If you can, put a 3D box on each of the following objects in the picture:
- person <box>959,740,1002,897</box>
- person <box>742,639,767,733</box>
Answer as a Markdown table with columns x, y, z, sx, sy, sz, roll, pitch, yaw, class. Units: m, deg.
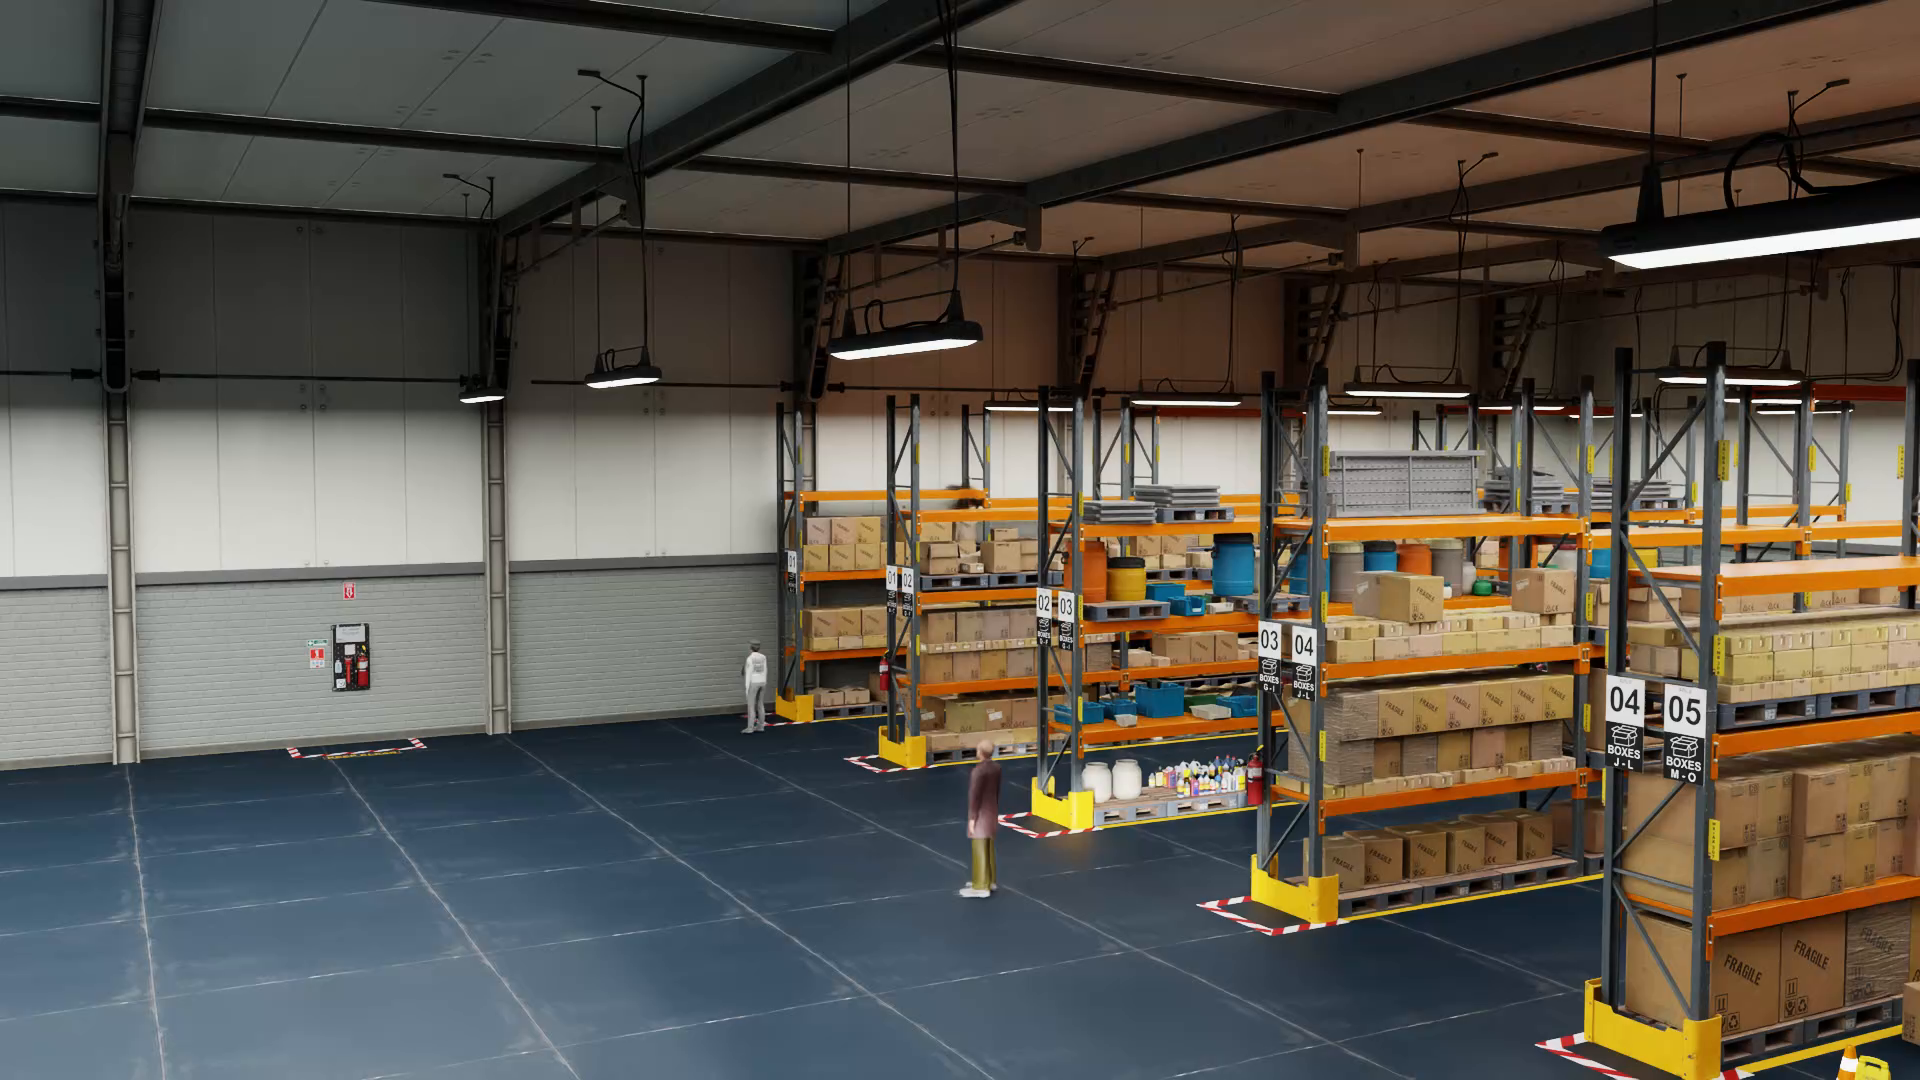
| x | y | z | sx | sy | sz | roll | pitch | yaw | class |
| --- | --- | --- | --- | --- | --- | --- | --- | --- | --- |
| 0.233 | 3.182 | 19.137 | 0.430 | 1.786 | 0.622 | 1 | 3 | 18 | person |
| -3.710 | 2.628 | 29.950 | 0.399 | 1.675 | 0.520 | 2 | 4 | 33 | person |
